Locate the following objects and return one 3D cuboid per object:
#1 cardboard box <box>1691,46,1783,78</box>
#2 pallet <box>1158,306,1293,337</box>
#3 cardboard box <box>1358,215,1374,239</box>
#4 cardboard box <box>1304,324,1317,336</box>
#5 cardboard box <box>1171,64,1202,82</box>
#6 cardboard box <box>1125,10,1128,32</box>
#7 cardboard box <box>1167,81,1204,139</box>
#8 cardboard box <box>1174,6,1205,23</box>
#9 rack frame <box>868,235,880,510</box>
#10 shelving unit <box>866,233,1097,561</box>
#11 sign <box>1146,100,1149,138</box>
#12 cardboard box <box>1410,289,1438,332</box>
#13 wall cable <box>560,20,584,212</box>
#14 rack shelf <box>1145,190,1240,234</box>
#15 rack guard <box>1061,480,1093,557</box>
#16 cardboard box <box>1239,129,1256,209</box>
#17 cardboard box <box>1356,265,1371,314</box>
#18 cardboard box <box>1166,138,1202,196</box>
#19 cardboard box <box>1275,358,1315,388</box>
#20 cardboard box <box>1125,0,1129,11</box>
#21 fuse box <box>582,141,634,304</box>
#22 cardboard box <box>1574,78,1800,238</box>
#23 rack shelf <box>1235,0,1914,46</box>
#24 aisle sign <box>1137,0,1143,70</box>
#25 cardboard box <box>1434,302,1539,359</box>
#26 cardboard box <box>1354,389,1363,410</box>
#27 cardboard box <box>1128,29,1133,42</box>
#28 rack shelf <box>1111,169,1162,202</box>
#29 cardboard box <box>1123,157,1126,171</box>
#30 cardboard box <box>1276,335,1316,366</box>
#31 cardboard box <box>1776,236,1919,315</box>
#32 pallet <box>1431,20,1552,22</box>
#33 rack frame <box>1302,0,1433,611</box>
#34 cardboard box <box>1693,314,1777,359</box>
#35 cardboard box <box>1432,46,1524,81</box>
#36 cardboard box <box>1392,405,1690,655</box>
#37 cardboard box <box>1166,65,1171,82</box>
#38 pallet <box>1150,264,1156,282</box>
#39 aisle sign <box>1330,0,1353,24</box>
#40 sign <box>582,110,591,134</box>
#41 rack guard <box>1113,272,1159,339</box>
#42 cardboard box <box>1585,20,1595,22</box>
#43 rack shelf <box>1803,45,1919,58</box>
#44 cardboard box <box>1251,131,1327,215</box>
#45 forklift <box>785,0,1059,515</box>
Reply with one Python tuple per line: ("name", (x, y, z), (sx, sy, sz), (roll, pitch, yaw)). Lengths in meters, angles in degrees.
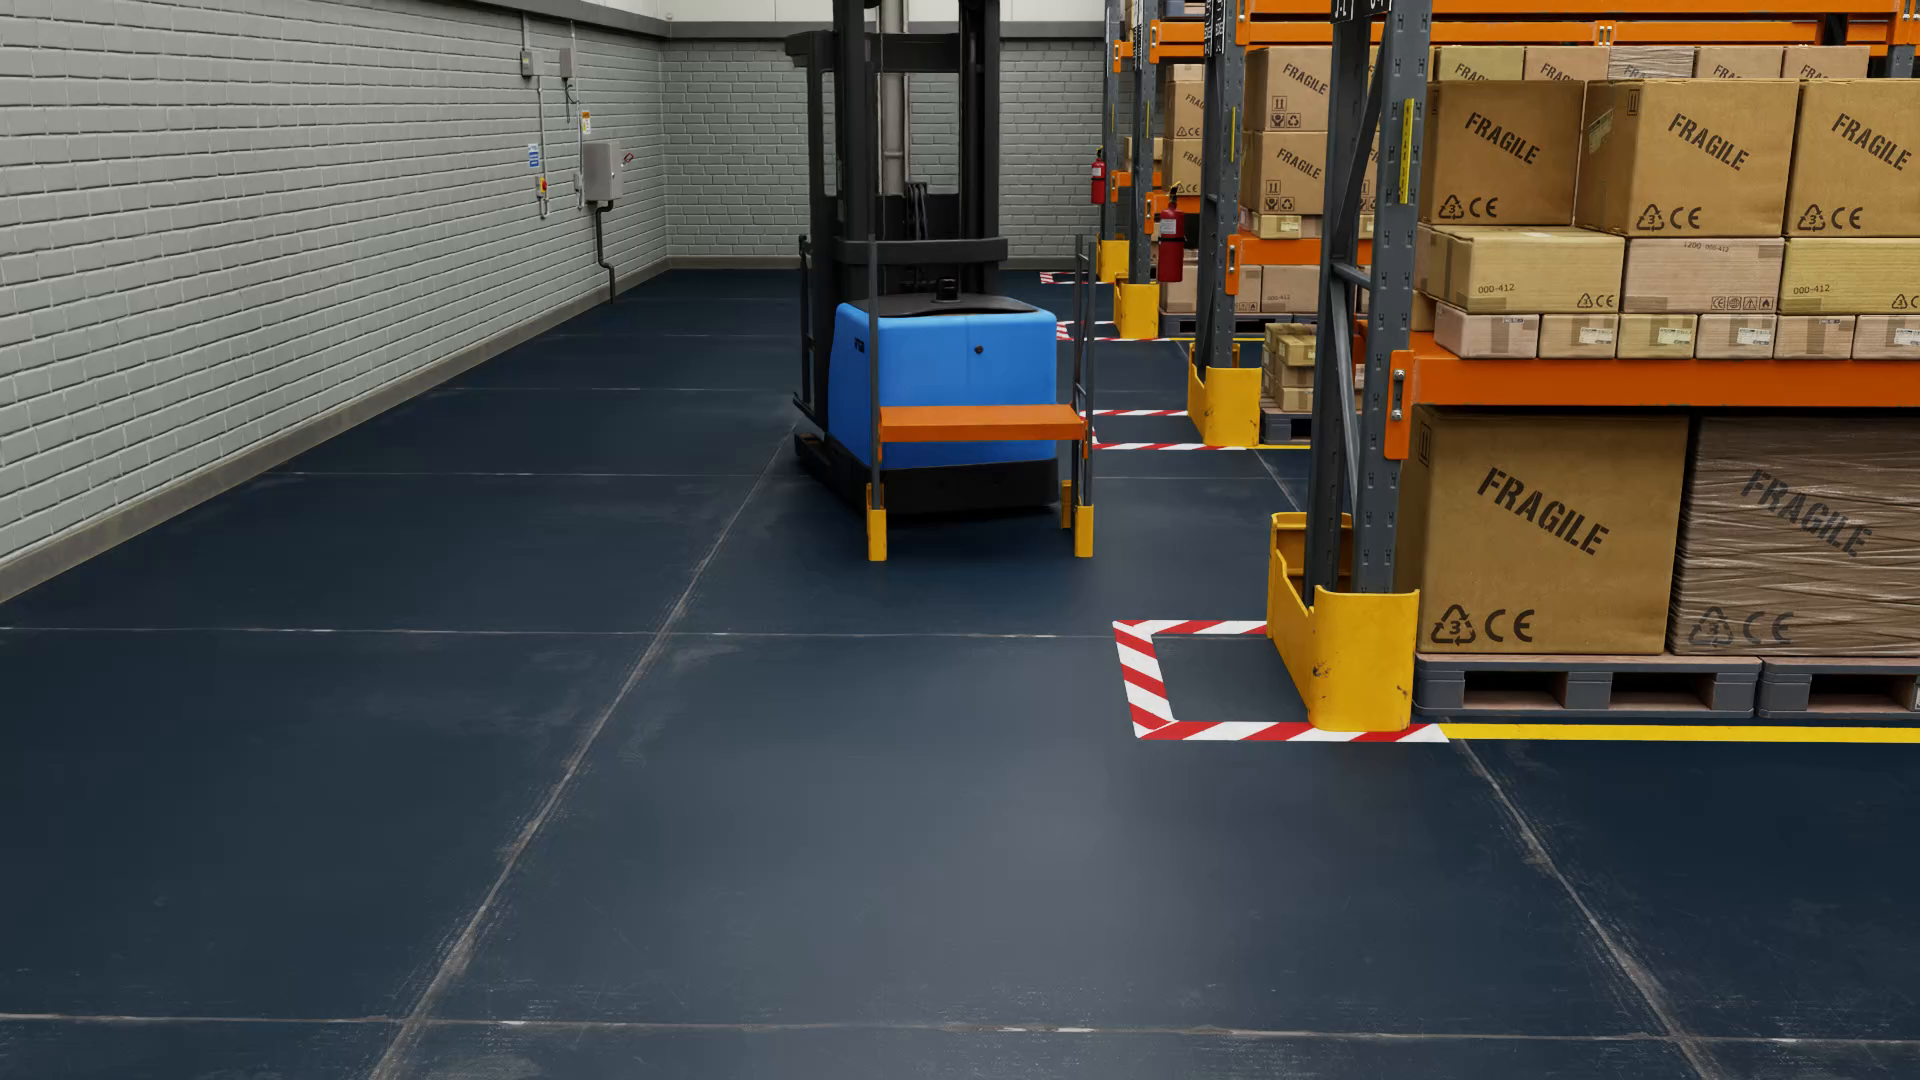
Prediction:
("cardboard box", (4.681, -2.779, 10.256), (0.500, 0.500, 0.500), (0, 15, 0))
("pallet", (2.503, -2.123, 15.974), (1.213, 0.211, 1.003), (0, 15, 1))
("cardboard box", (2.514, -1.980, 10.457), (0.250, 0.149, 0.380), (0, 15, 0))
("cardboard box", (2.461, -1.351, 11.179), (0.250, 0.149, 0.380), (1, 15, 3))
("cardboard box", (2.049, -4.229, 15.063), (0.250, 0.149, 0.380), (1, 15, 3))
("cardboard box", (2.276, -6.311, 20.211), (0.500, 0.250, 0.500), (0, 15, 0))
("cardboard box", (2.174, -3.913, 15.134), (0.500, 0.500, 0.500), (0, 15, 0))
("cardboard box", (2.770, -6.174, 19.691), (0.500, 0.250, 0.500), (1, 15, 2))
("rack frame", (-0.415, -0.699, 8.049), (0.032, 1.500, 0.500), (-1, 15, -4))
("shelving unit", (0.083, -0.708, 8.082), (1.083, 1.500, 0.587), (-1, 15, -4))
("sign", (1.681, -3.772, 14.905), (0.005, 0.325, 0.100), (0, 15, 1))
("cardboard box", (1.813, -0.890, 6.324), (0.250, 0.149, 0.380), (1, 15, 2))
("wall cable", (-3.912, -4.340, 16.920), (0.122, 1.984, 0.588), (0, 15, 1))
("rack shelf", (3.701, -3.096, 15.604), (4.000, 0.370, 1.077), (0, 15, 1))
("rack guard", (0.580, -0.112, 8.275), (0.087, 0.250, 0.587), (-1, 15, -4))
("cardboard box", (2.132, -2.449, 10.962), (0.500, 0.500, 0.500), (1, 15, 3))
("cardboard box", (4.180, -2.432, 15.877), (0.875, 0.438, 0.875), (0, 15, 0))
("cardboard box", (2.174, -3.429, 15.260), (0.500, 0.500, 0.500), (0, 15, 1))
("cardboard box", (2.193, -1.093, 10.786), (0.250, 0.149, 0.380), (1, 15, 4))
("cardboard box", (2.276, -6.554, 20.153), (0.500, 0.250, 0.500), (0, 15, 0))
("fuse box", (-3.737, -3.399, 17.870), (0.414, 1.711, 0.539), (0, 15, 1))
("cardboard box", (2.421, -1.288, 5.583), (0.500, 0.500, 0.500), (0, 15, 0))
("rack shelf", (3.675, -3.283, 10.434), (4.000, 0.370, 1.077), (0, 15, 1))
("aisle sign", (1.622, -4.640, 14.952), (0.004, 0.787, 0.394), (0, 15, 1))
("cardboard box", (1.795, -0.722, 5.687), (0.250, 0.149, 0.380), (1, 15, 2))
("cardboard box", (2.455, -0.952, 10.835), (0.250, 0.149, 0.380), (0, 15, 1))
("cardboard box", (2.137, -5.990, 19.777), (0.250, 0.149, 0.380), (1, 15, 3))
("rack shelf", (3.824, -4.362, 20.402), (4.000, 0.370, 1.077), (0, 15, 1))
("cardboard box", (2.162, -4.667, 20.643), (0.250, 0.149, 0.380), (0, 15, 1))
("cardboard box", (2.191, -1.216, 10.668), (0.250, 0.149, 0.380), (0, 15, -1))
("cardboard box", (2.943, -0.923, 5.669), (0.500, 0.250, 0.500), (0, 15, 0))
("pallet", (4.882, -4.846, 15.122), (1.213, 0.211, 1.003), (0, 15, 1))
("rack frame", (1.448, -0.929, 5.983), (0.127, 3.000, 1.000), (0, 15, 1))
("cardboard box", (2.568, -0.717, 5.671), (0.250, 0.149, 0.380), (0, 15, 1))
("cardboard box", (3.142, -2.788, 10.288), (0.500, 0.500, 0.500), (0, 15, 0))
("cardboard box", (2.090, -0.121, 6.262), (0.875, 0.875, 0.875), (0, 15, 1))
("cardboard box", (2.065, -4.351, 15.524), (0.250, 0.149, 0.380), (1, 15, 2))
("pallet", (2.697, -3.369, 20.695), (1.213, 0.211, 1.003), (0, 15, 1))
("aisle sign", (1.384, -2.263, 5.943), (0.004, 0.787, 0.394), (0, 15, 1))
("sign", (-3.945, -4.409, 17.552), (0.001, 0.242, 0.339), (0, 15, 1))
("rack guard", (1.677, -2.248, 15.881), (0.348, 0.500, 1.175), (0, 15, 1))
("cardboard box", (7.674, -6.296, 19.917), (0.250, 0.149, 0.380), (0, 15, 2))
("rack shelf", (11.821, -5.760, 19.822), (4.000, 0.370, 1.077), (0, 15, 1))
("cardboard box", (2.118, -2.312, 10.446), (0.500, 0.500, 0.500), (1, 15, 4))
("forklift", (-0.380, -1.875, 9.703), (1.130, 2.935, 3.031), (-4, 15, -16))
